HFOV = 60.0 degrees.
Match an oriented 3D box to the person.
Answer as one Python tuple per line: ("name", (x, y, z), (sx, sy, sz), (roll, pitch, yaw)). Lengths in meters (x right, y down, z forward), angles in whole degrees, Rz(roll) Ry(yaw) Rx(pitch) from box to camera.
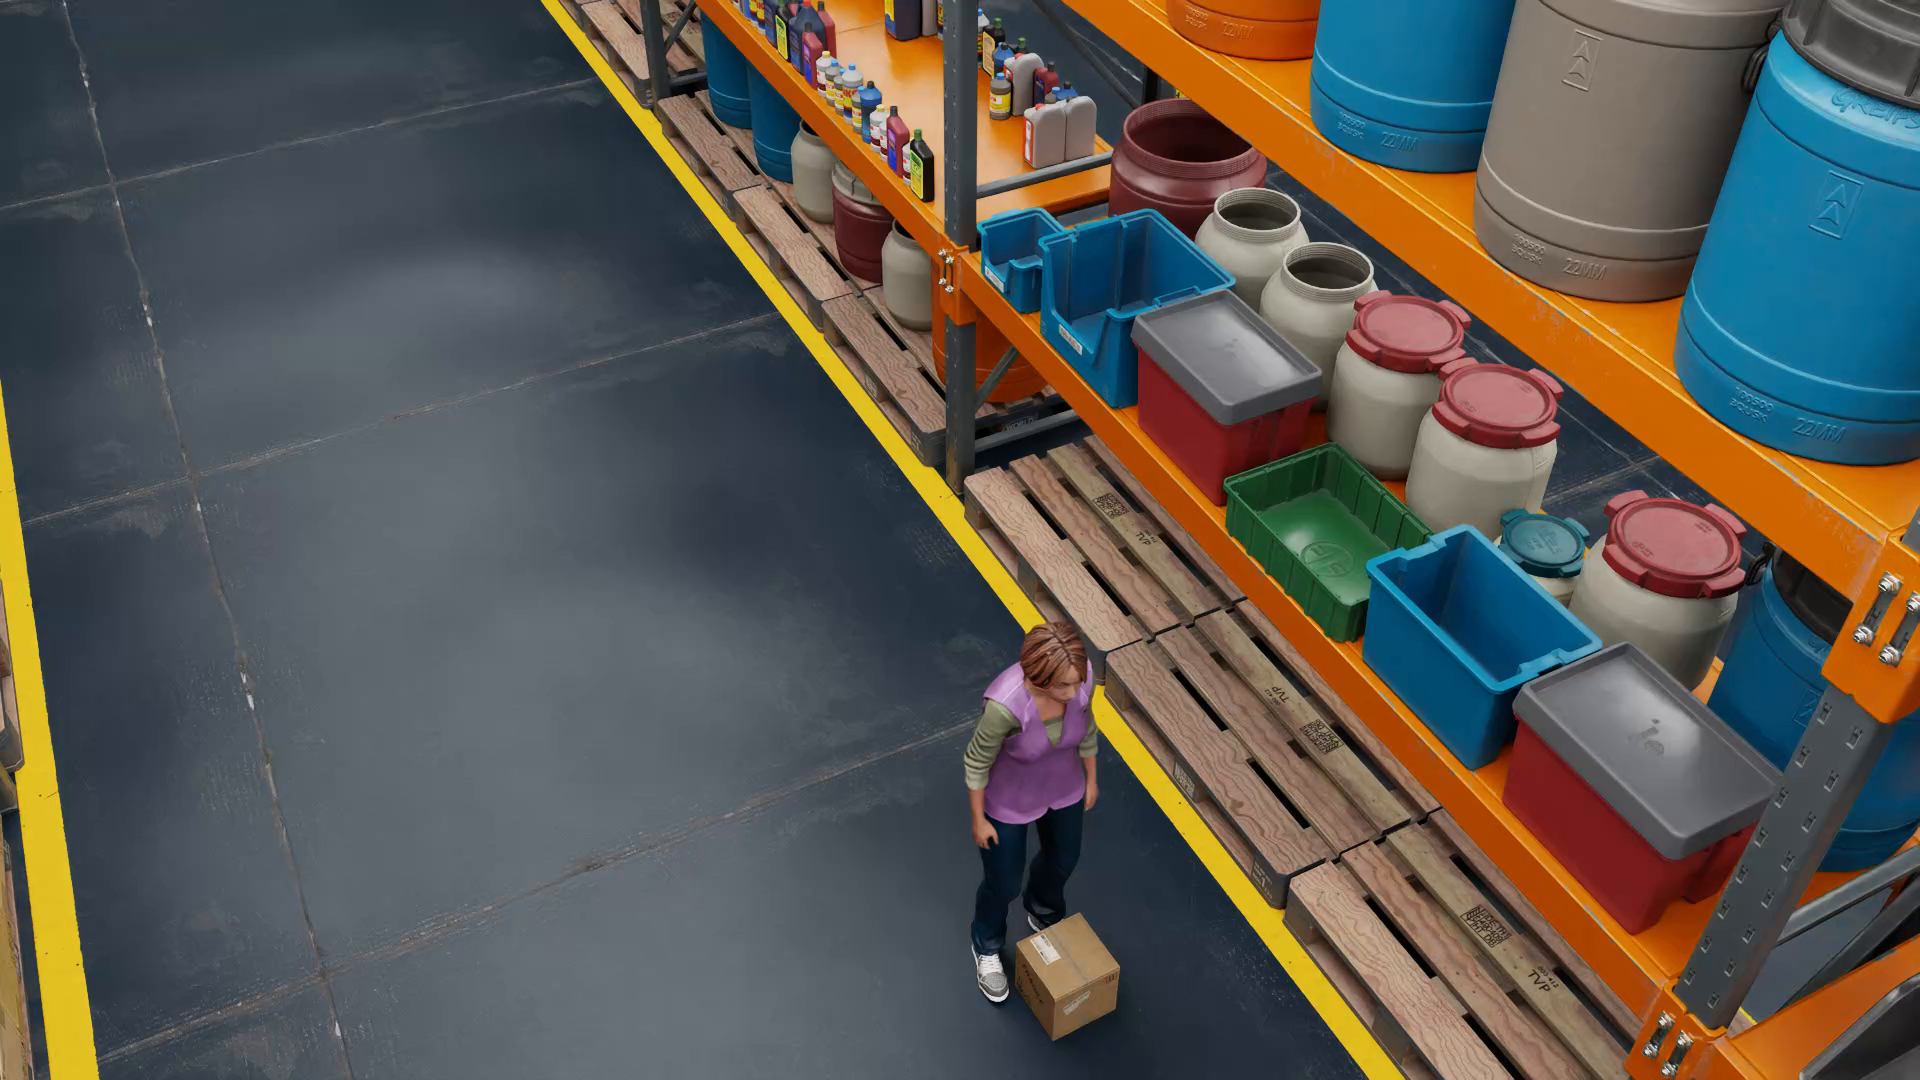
("person", (0.233, 0.818, 5.254), (0.459, 1.593, 0.347), (-19, 45, -20))
